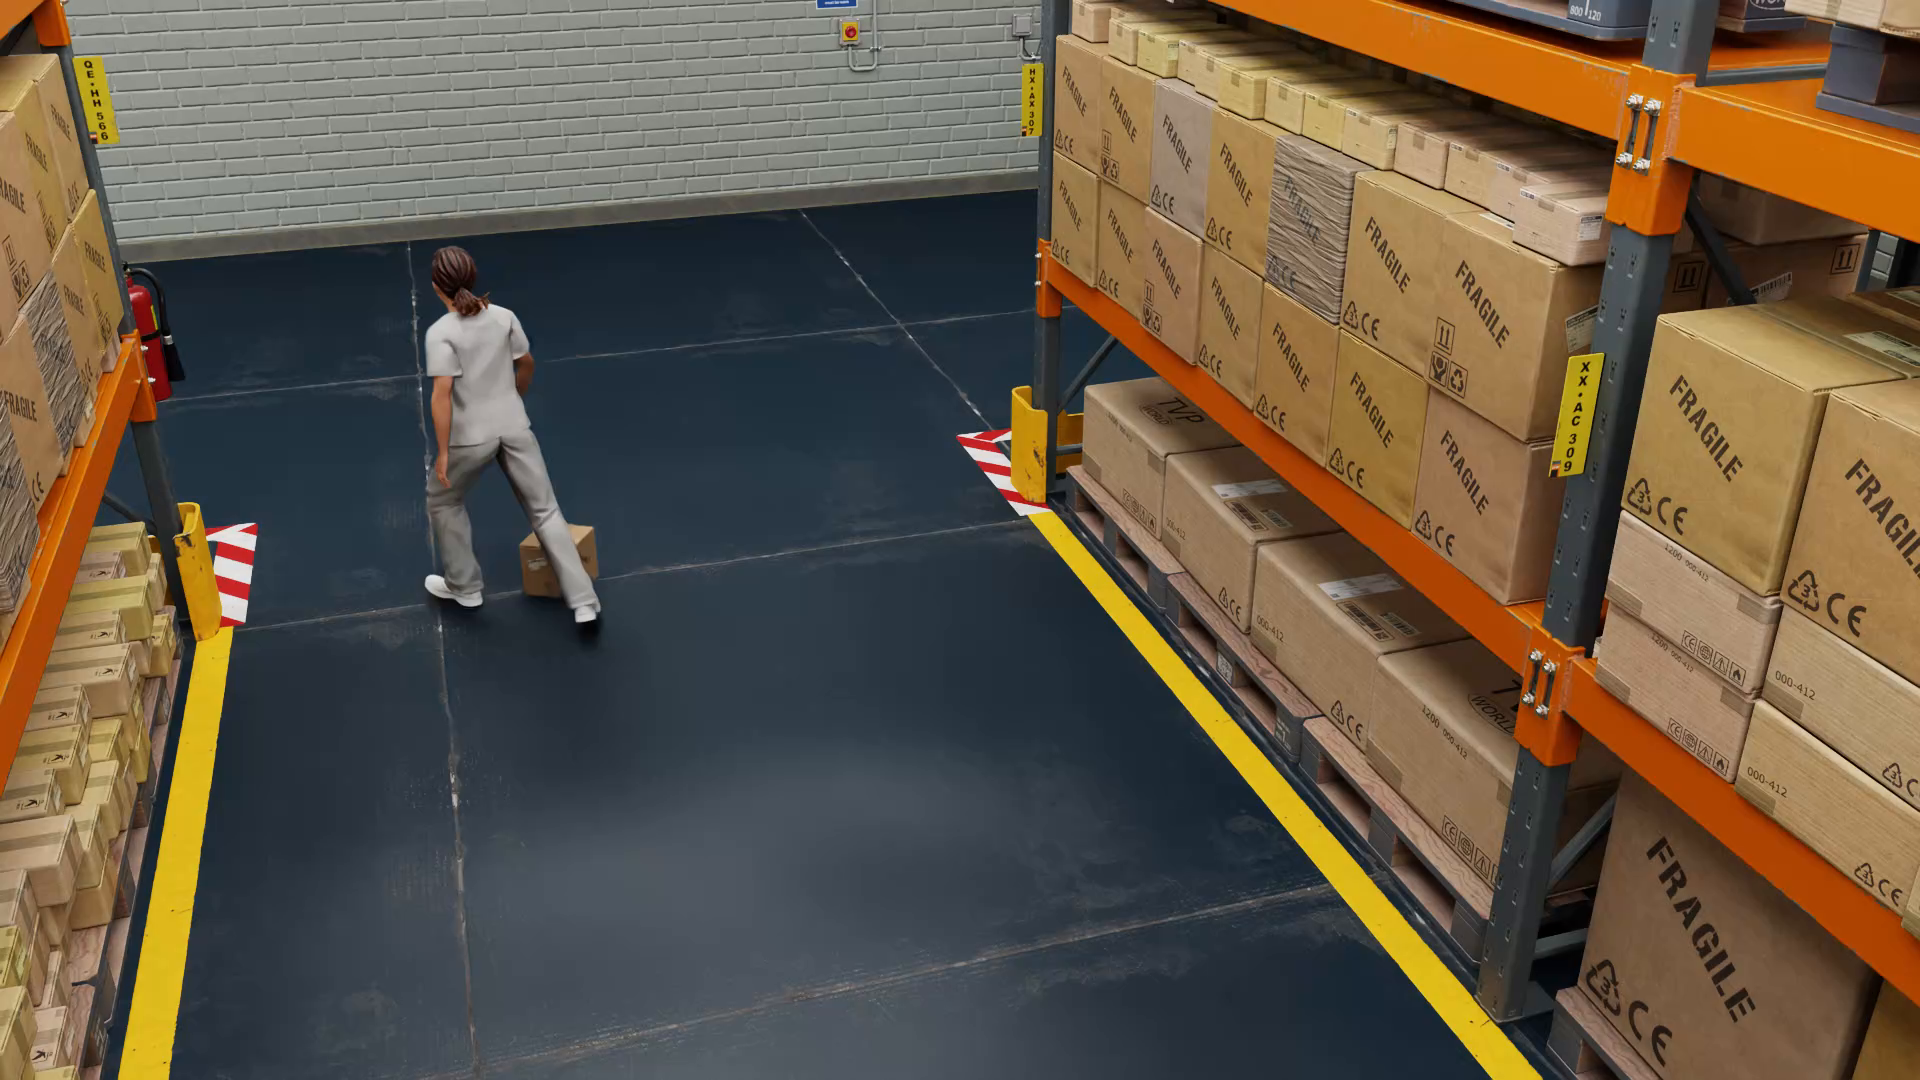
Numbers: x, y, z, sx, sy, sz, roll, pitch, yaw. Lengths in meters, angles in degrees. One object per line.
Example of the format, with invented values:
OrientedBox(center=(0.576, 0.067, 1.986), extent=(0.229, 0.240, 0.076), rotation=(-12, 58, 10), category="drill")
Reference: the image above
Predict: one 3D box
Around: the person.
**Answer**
OrientedBox(center=(-1.938, -0.410, 6.970), extent=(0.558, 1.604, 0.850), rotation=(-20, 33, -34), category="person")
